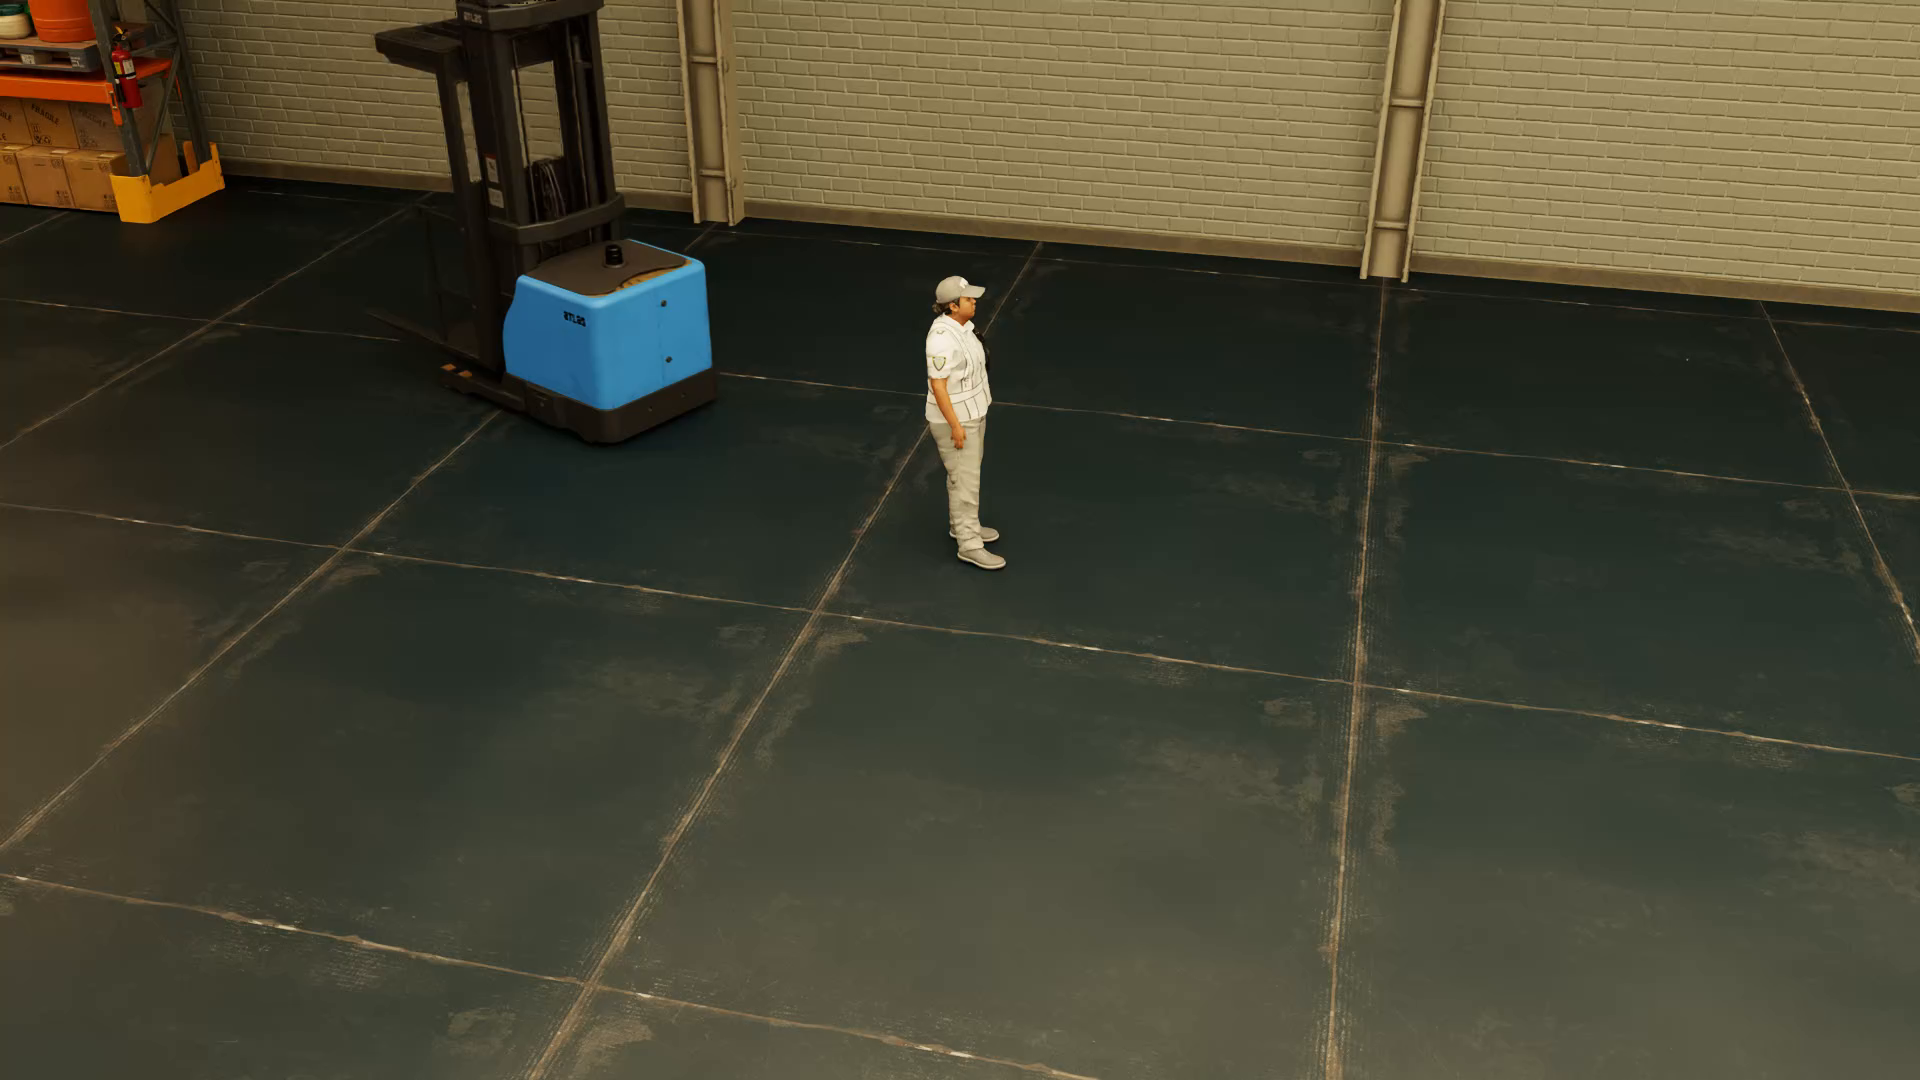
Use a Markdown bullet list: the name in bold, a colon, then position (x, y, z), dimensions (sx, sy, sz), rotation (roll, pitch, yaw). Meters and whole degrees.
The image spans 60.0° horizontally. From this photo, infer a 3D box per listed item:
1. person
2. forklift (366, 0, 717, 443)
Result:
- **person**: position (0.069, -0.712, 9.694), dimensions (0.529, 1.670, 0.599), rotation (7, 30, 12)
- **forklift**: position (-3.190, -2.508, 11.597), dimensions (3.031, 2.935, 1.130), rotation (22, 36, 33)
